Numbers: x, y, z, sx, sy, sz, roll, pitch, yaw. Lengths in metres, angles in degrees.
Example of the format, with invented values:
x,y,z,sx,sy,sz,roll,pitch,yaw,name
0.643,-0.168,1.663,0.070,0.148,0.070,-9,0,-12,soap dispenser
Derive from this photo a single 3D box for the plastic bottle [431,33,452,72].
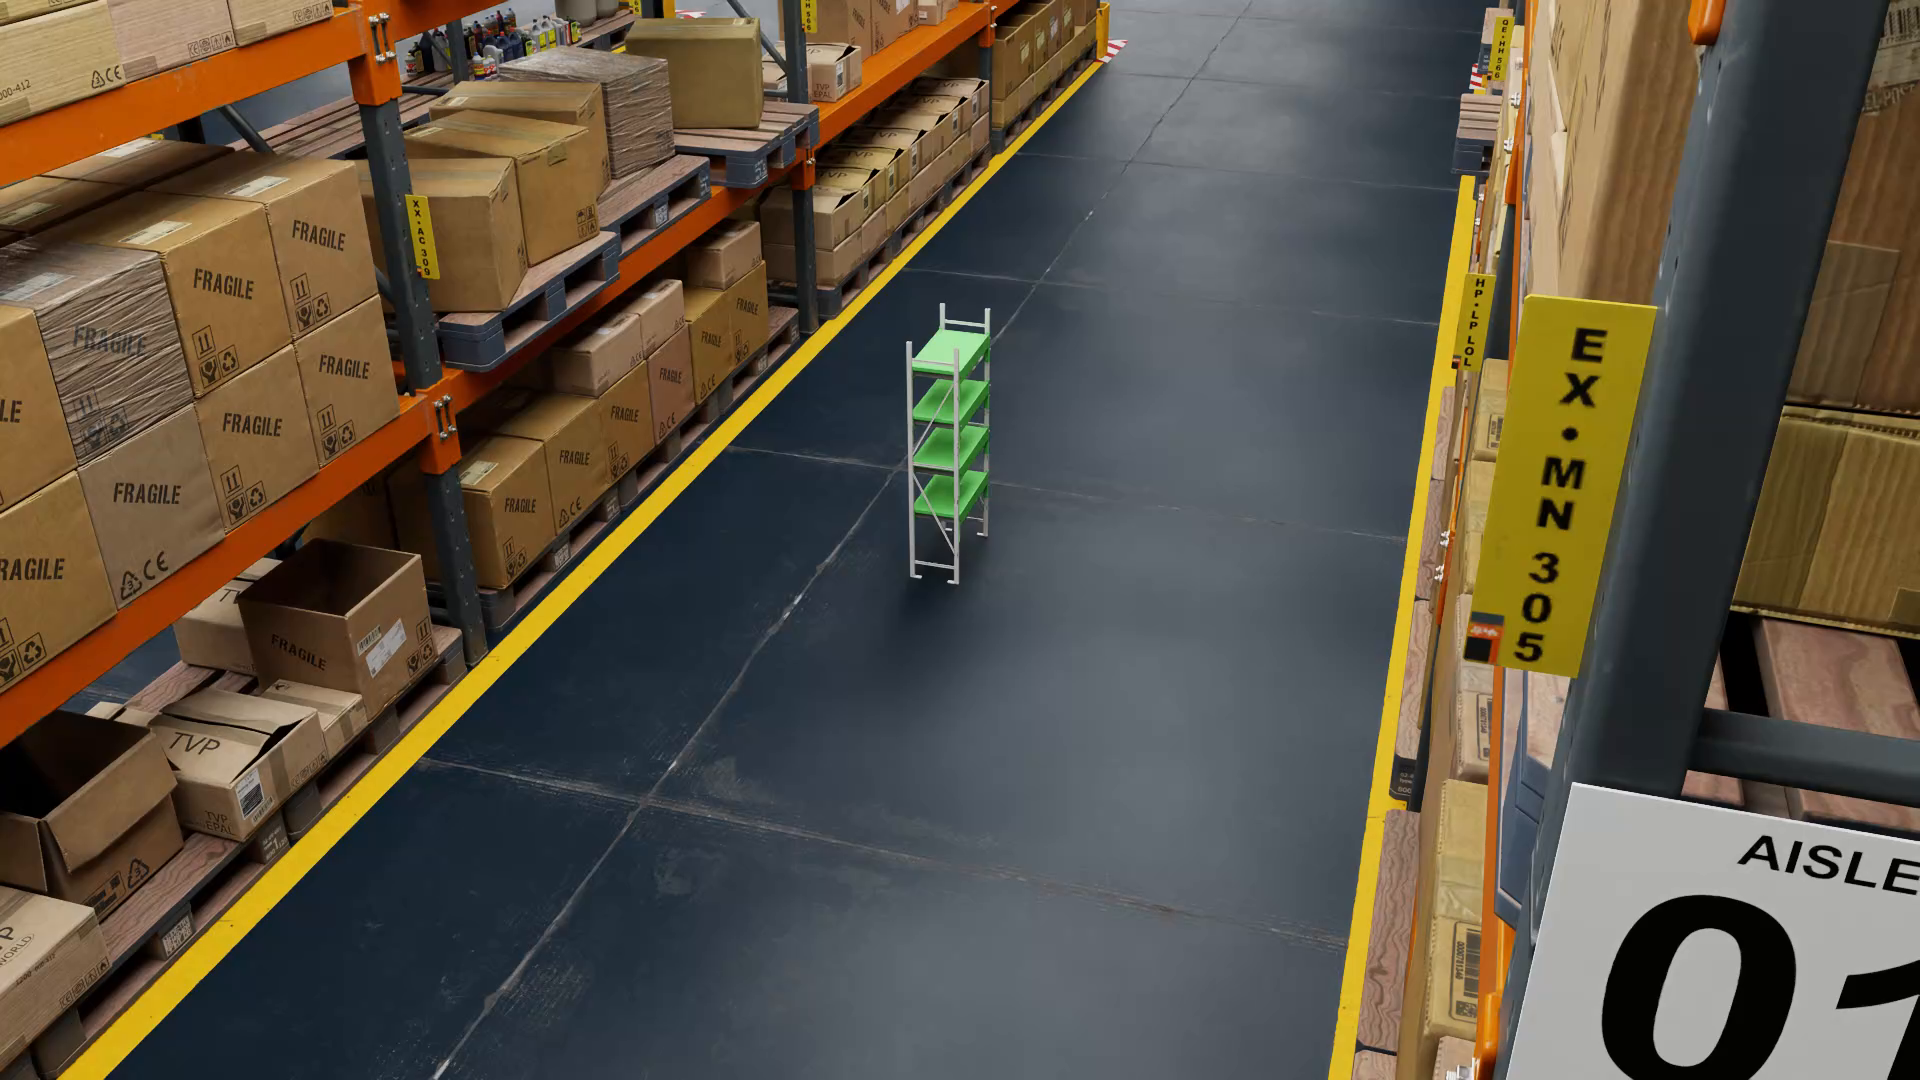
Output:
x,y,z,sx,sy,sz,roll,pitch,yaw,name
-4.911,-4.632,15.764,0.144,0.351,0.185,8,30,15,plastic bottle

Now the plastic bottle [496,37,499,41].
x,y,z,sx,sy,sz,roll,pitch,yaw,name
-4.402,-4.678,15.928,0.097,0.271,0.097,0,29,0,plastic bottle

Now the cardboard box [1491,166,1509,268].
x,y,z,sx,sy,sz,roll,pitch,yaw,name
2.212,-1.146,6.024,0.500,0.250,0.500,9,30,16,cardboard box

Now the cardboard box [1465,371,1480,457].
x,y,z,sx,sy,sz,roll,pitch,yaw,name
2.055,-0.579,5.777,0.500,0.500,0.500,8,30,14,cardboard box

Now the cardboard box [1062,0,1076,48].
x,y,z,sx,sy,sz,roll,pitch,yaw,name
0.793,-4.979,15.741,0.500,0.500,0.500,8,30,15,cardboard box

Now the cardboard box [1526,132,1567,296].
x,y,z,sx,sy,sz,roll,pitch,yaw,name
1.099,-0.380,2.382,0.500,0.250,0.500,7,30,13,cardboard box

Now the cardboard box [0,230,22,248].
x,y,z,sx,sy,sz,roll,pitch,yaw,name
-3.286,-0.675,5.246,0.500,0.500,0.500,8,30,13,cardboard box

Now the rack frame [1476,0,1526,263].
x,y,z,sx,sy,sz,roll,pitch,yaw,name
3.334,-2.005,8.769,1.000,3.000,0.127,8,30,15,rack frame

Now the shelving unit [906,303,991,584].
x,y,z,sx,sy,sz,roll,pitch,yaw,name
-0.049,-0.447,7.820,0.258,1.200,0.503,8,30,15,shelving unit

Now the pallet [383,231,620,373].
x,y,z,sx,sy,sz,roll,pitch,yaw,name
-2.238,-1.123,7.381,1.003,0.211,1.213,8,30,15,pallet

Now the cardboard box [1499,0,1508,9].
x,y,z,sx,sy,sz,roll,pitch,yaw,name
4.358,-4.071,12.616,0.500,0.250,0.500,9,30,15,cardboard box

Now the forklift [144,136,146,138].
x,y,z,sx,sy,sz,roll,pitch,yaw,name
-4.980,-2.070,8.957,1.130,2.935,3.031,-15,32,-25,forklift

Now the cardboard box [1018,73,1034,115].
x,y,z,sx,sy,sz,roll,pitch,yaw,name
0.349,-3.955,14.671,0.500,0.250,0.500,8,30,15,cardboard box

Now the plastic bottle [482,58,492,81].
x,y,z,sx,sy,sz,roll,pitch,yaw,name
-4.420,-4.380,15.464,0.097,0.201,0.097,0,29,0,plastic bottle

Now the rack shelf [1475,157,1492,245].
x,y,z,sx,sy,sz,roll,pitch,yaw,name
3.921,-2.620,10.615,1.077,0.370,4.000,8,30,15,rack shelf

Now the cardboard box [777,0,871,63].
x,y,z,sx,sy,sz,roll,pitch,yaw,name
-0.925,-3.536,11.418,0.500,0.500,0.500,7,30,12,cardboard box

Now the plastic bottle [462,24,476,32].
x,y,z,sx,sy,sz,roll,pitch,yaw,name
-4.846,-4.935,16.384,0.152,0.276,0.135,9,30,16,plastic bottle

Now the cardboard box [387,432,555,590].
x,y,z,sx,sy,sz,roll,pitch,yaw,name
-2.201,-0.142,7.538,0.500,0.500,0.500,7,30,13,cardboard box

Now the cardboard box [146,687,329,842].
x,y,z,sx,sy,sz,roll,pitch,yaw,name
-2.693,0.785,6.067,0.500,0.311,0.500,8,30,15,cardboard box

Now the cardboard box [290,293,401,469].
x,y,z,sx,sy,sz,roll,pitch,yaw,name
-2.478,-0.626,6.188,0.500,0.500,0.500,9,30,16,cardboard box

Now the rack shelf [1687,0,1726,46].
x,y,z,sx,sy,sz,roll,pitch,yaw,name
1.573,-1.350,2.571,1.077,0.370,4.000,8,30,15,rack shelf

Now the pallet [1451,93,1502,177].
x,y,z,sx,sy,sz,roll,pitch,yaw,name
3.442,-2.268,9.439,1.213,0.211,1.003,8,30,15,pallet

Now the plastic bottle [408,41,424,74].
x,y,z,sx,sy,sz,roll,pitch,yaw,name
-5.136,-4.554,15.692,0.061,0.283,0.133,10,31,17,plastic bottle

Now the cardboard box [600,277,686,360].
x,y,z,sx,sy,sz,roll,pitch,yaw,name
-1.761,-1.167,8.610,0.500,0.250,0.500,8,30,14,cardboard box

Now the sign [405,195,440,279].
x,y,z,sx,sy,sz,roll,pitch,yaw,name
-2.055,-1.156,6.352,0.100,0.325,0.005,8,30,15,sign

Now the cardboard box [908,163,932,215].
x,y,z,sx,sy,sz,roll,pitch,yaw,name
-0.523,-2.608,12.250,0.500,0.250,0.500,9,30,16,cardboard box

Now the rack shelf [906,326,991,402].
x,y,z,sx,sy,sz,roll,pitch,yaw,name
-0.049,-0.811,7.618,0.258,0.148,0.480,8,30,15,rack shelf

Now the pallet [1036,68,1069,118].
x,y,z,sx,sy,sz,roll,pitch,yaw,name
0.401,-4.283,15.732,1.003,0.211,1.213,8,30,15,pallet

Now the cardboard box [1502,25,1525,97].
x,y,z,sx,sy,sz,roll,pitch,yaw,name
2.946,-2.328,8.148,0.500,0.250,0.500,9,30,16,cardboard box

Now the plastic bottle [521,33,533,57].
x,y,z,sx,sy,sz,roll,pitch,yaw,name
-4.185,-4.758,16.058,0.061,0.283,0.133,10,31,17,plastic bottle

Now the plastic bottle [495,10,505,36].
x,y,z,sx,sy,sz,roll,pitch,yaw,name
-4.702,-5.241,16.928,0.061,0.283,0.133,9,30,16,plastic bottle

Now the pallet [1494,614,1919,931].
x,y,z,sx,sy,sz,roll,pitch,yaw,name
1.194,0.094,2.001,1.003,0.211,1.213,8,30,15,pallet

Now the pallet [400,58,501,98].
x,y,z,sx,sy,sz,roll,pitch,yaw,name
-4.725,-4.366,15.880,1.003,0.211,1.213,8,30,15,pallet

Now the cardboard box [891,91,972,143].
x,y,z,sx,sy,sz,roll,pitch,yaw,name
-0.220,-3.325,12.960,0.500,0.311,0.500,9,30,16,cardboard box

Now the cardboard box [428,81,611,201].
x,y,z,sx,sy,sz,roll,pitch,yaw,name
-2.117,-1.909,8.061,0.700,0.500,0.500,1,29,2,cardboard box

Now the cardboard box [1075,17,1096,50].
x,y,z,sx,sy,sz,roll,pitch,yaw,name
1.071,-5.119,16.762,0.500,0.250,0.500,8,30,15,cardboard box

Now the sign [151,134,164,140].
x,y,z,sx,sy,sz,roll,pitch,yaw,name
-3.108,-1.435,6.553,0.100,0.325,0.005,8,30,15,sign

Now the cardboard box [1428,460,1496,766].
x,y,z,sx,sy,sz,roll,pitch,yaw,name
1.766,0.311,4.297,0.980,0.700,0.700,8,30,14,cardboard box

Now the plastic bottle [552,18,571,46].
x,y,z,sx,sy,sz,roll,pitch,yaw,name
-4.008,-5.110,16.699,0.152,0.276,0.135,9,30,15,plastic bottle

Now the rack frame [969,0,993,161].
x,y,z,sx,sy,sz,roll,pitch,yaw,name
-0.228,-4.569,13.378,1.000,3.000,0.127,8,30,15,rack frame

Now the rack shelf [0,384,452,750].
x,y,z,sx,sy,sz,roll,pitch,yaw,name
-3.163,0.392,5.199,1.077,0.370,4.000,8,30,15,rack shelf

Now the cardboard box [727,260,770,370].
x,y,z,sx,sy,sz,roll,pitch,yaw,name
-1.452,-1.342,9.696,0.500,0.500,0.500,10,31,17,cardboard box

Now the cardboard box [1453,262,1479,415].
x,y,z,sx,sy,sz,roll,pitch,yaw,name
2.993,-0.926,8.609,0.750,0.750,0.750,8,30,14,cardboard box

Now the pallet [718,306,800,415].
x,y,z,sx,sy,sz,roll,pitch,yaw,name
-1.658,-1.150,10.101,1.003,0.211,1.213,8,30,15,pallet

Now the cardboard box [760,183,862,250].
x,y,z,sx,sy,sz,roll,pitch,yaw,name
-0.968,-2.139,10.829,0.500,0.311,0.500,10,30,17,cardboard box

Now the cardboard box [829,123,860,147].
x,y,z,sx,sy,sz,roll,pitch,yaw,name
-1.038,-2.925,12.242,0.500,0.311,0.500,9,30,16,cardboard box

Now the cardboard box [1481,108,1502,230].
x,y,z,sx,sy,sz,roll,pitch,yaw,name
2.784,-1.757,7.893,0.500,0.500,0.500,10,30,17,cardboard box

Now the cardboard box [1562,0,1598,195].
x,y,z,sx,sy,sz,roll,pitch,yaw,name
1.097,-0.698,2.181,0.500,0.500,0.500,9,30,16,cardboard box

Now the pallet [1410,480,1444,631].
x,y,z,sx,sy,sz,roll,pitch,yaw,name
2.671,0.134,7.792,1.003,0.211,1.213,8,30,15,pallet
